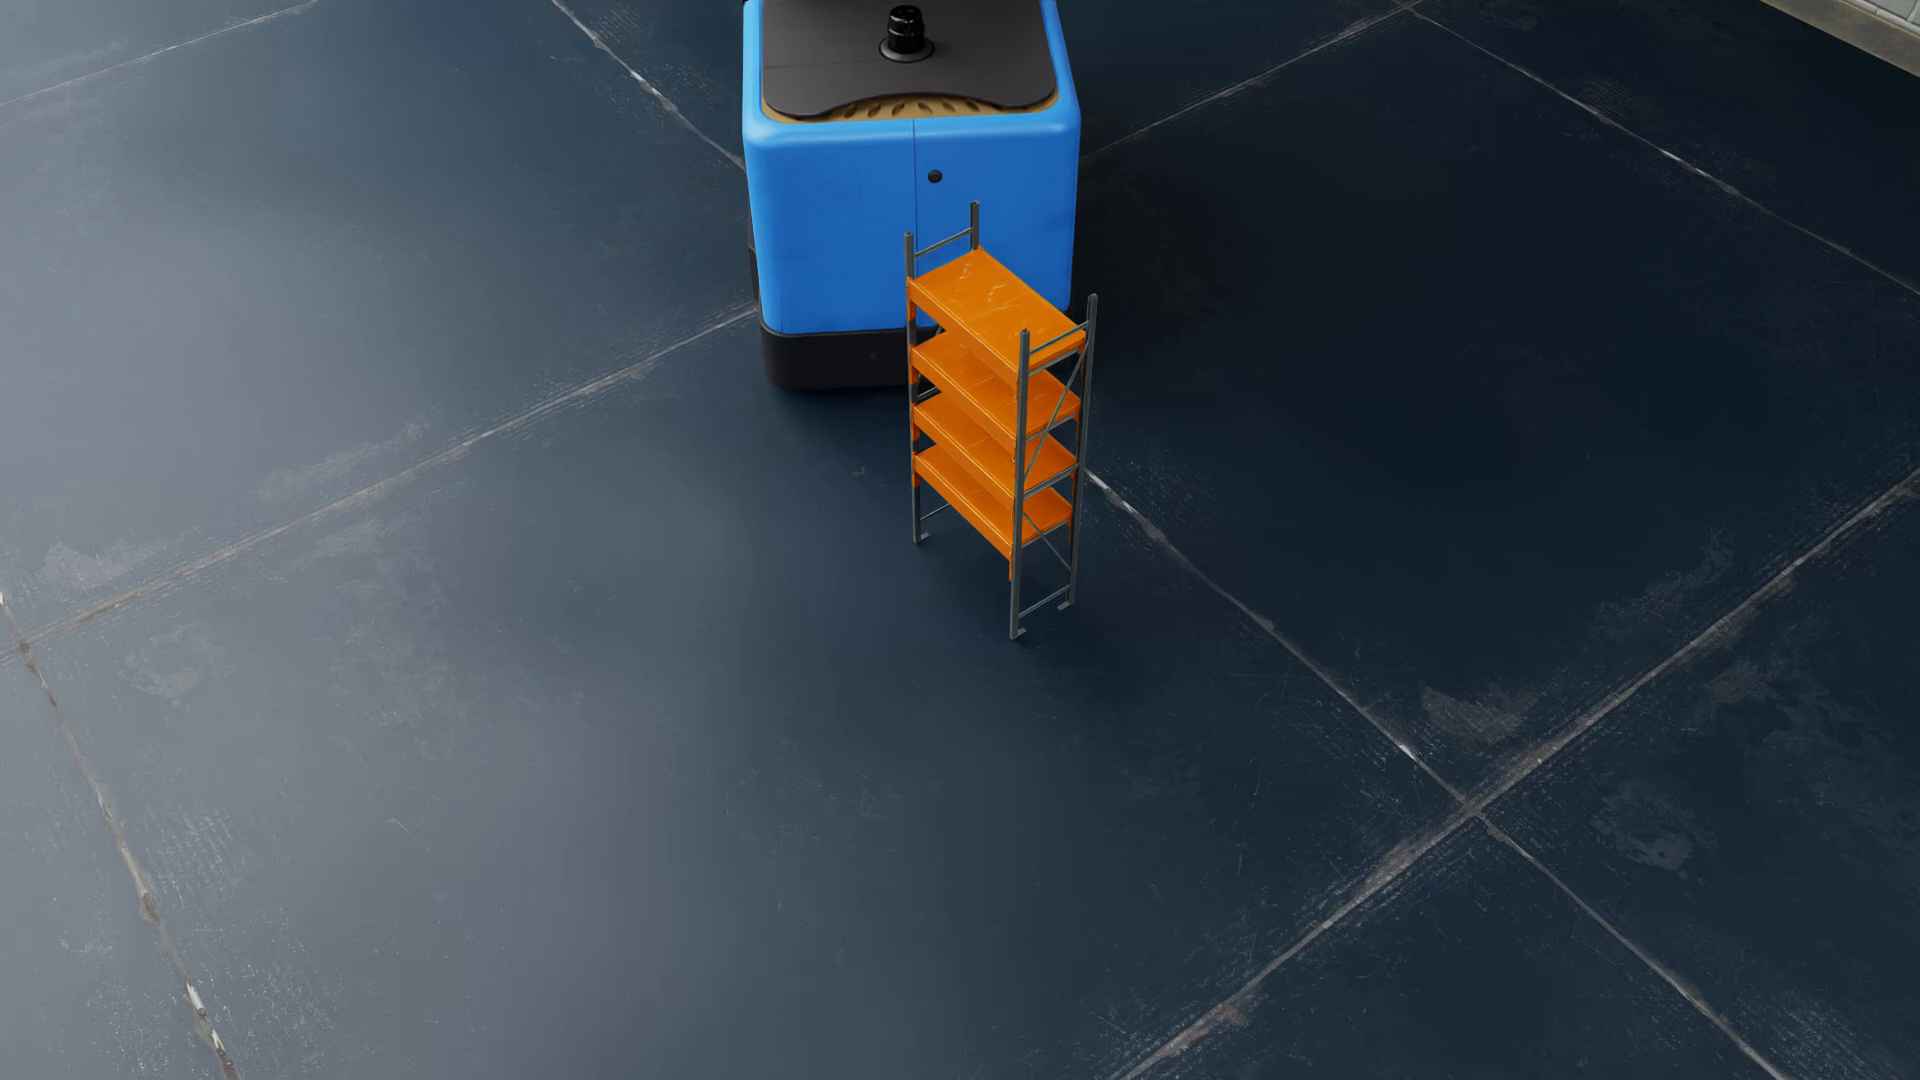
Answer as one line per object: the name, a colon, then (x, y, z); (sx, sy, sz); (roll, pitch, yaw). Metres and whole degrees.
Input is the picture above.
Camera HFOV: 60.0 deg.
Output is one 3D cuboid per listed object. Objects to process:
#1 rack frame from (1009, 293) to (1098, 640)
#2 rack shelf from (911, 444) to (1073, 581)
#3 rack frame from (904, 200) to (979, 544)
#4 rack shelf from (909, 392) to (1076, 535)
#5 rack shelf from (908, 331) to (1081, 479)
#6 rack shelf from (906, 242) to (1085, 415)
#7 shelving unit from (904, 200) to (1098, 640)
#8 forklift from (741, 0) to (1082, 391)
rack frame: (0.248, -0.162, 4.587); (0.240, 1.200, 0.015); (-29, 54, -24)
rack shelf: (0.100, -0.127, 4.914); (0.258, 0.148, 0.480); (-29, 54, -24)
rack frame: (-0.048, -0.449, 4.847); (0.240, 1.200, 0.015); (-29, 54, -24)
rack shelf: (0.100, -0.260, 4.767); (0.258, 0.148, 0.480); (-29, 54, -24)
rack shelf: (0.100, -0.410, 4.601); (0.258, 0.148, 0.480); (-29, 54, -24)
rack shelf: (0.100, -0.569, 4.426); (0.258, 0.148, 0.480); (-29, 54, -24)
shelving unit: (0.100, -0.305, 4.717); (0.258, 1.200, 0.503); (-29, 54, -24)
forklift: (-0.255, -2.583, 5.613); (1.130, 2.935, 3.031); (-3, 48, -3)
